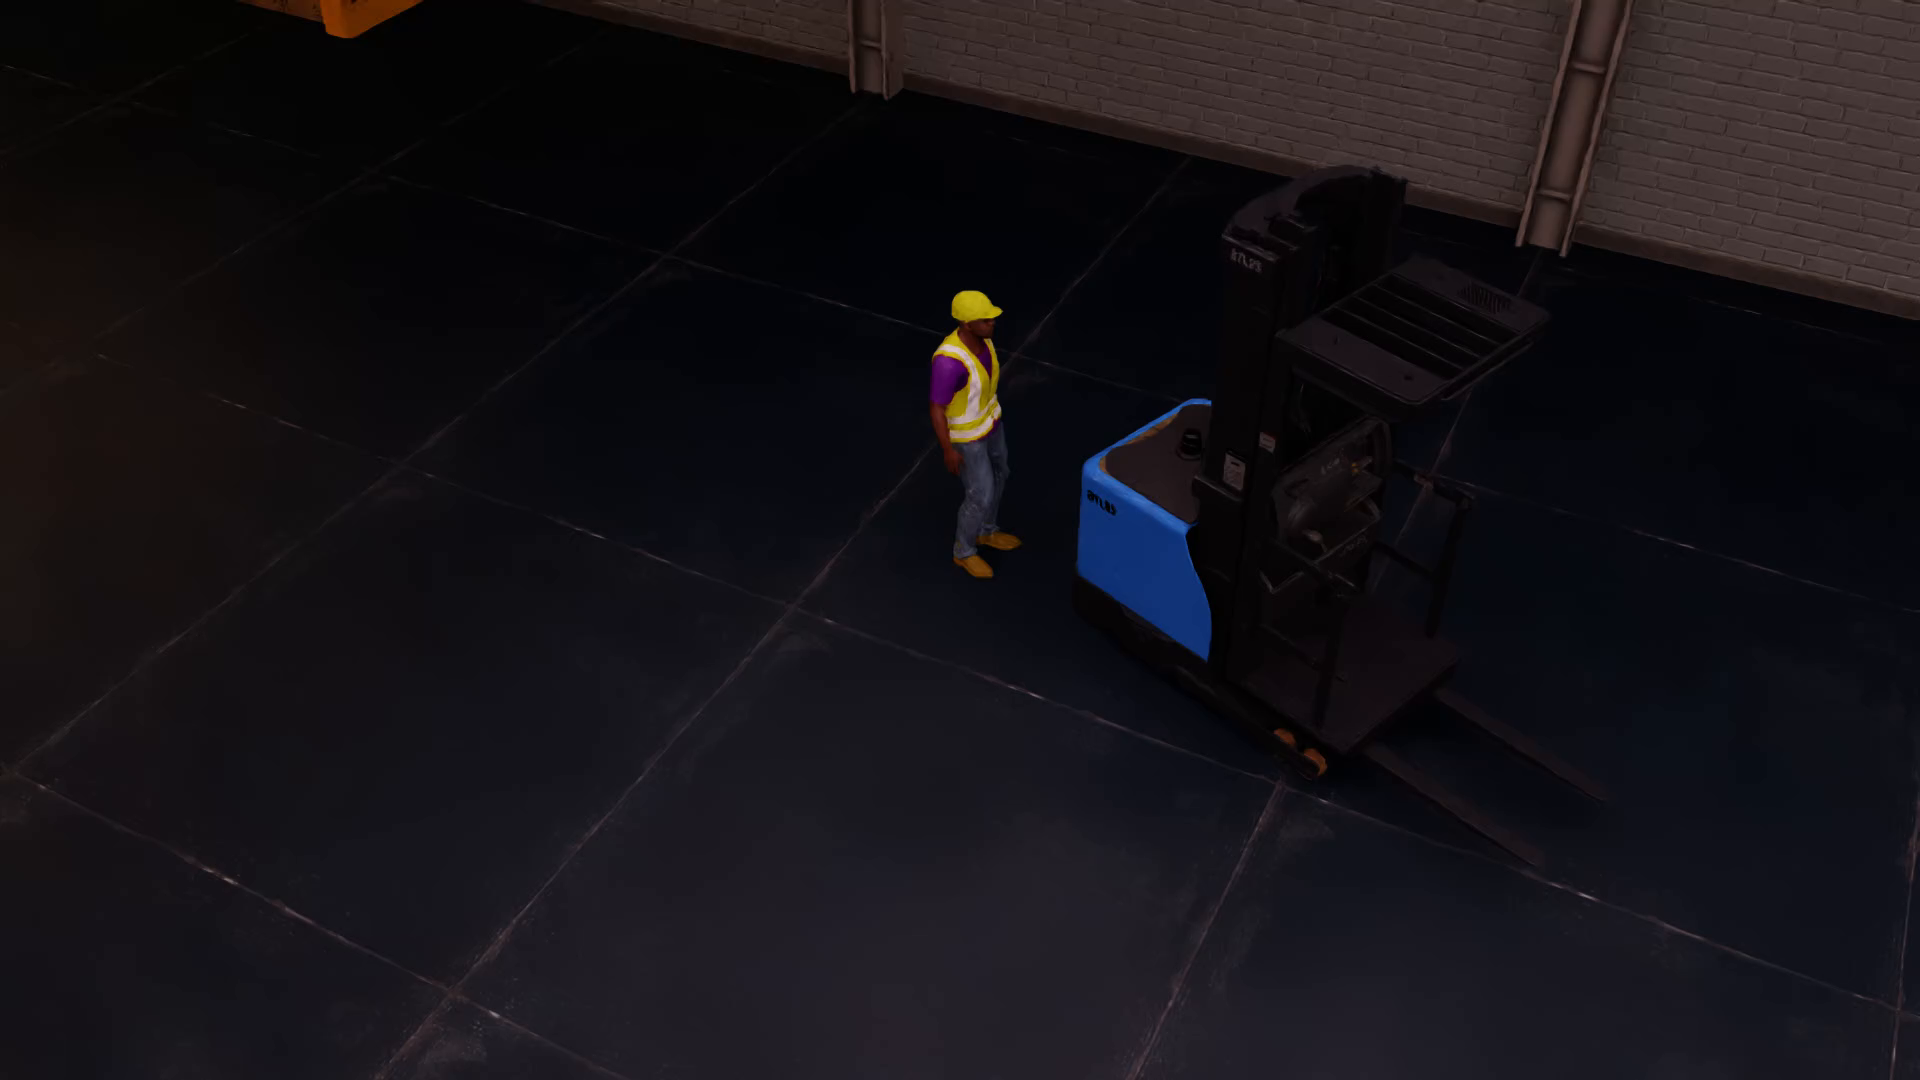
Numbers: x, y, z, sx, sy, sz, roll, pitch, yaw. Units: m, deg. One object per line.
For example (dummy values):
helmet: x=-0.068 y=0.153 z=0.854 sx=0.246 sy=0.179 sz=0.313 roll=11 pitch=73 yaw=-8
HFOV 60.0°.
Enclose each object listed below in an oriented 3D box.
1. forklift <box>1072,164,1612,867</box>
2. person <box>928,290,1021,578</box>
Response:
forklift: x=2.021 y=-0.235 z=8.266 sx=1.130 sy=2.935 sz=3.031 roll=-31 pitch=49 yaw=-31
person: x=0.119 y=-0.650 z=9.684 sx=0.511 sy=1.753 sz=0.716 roll=16 pitch=43 yaw=18
